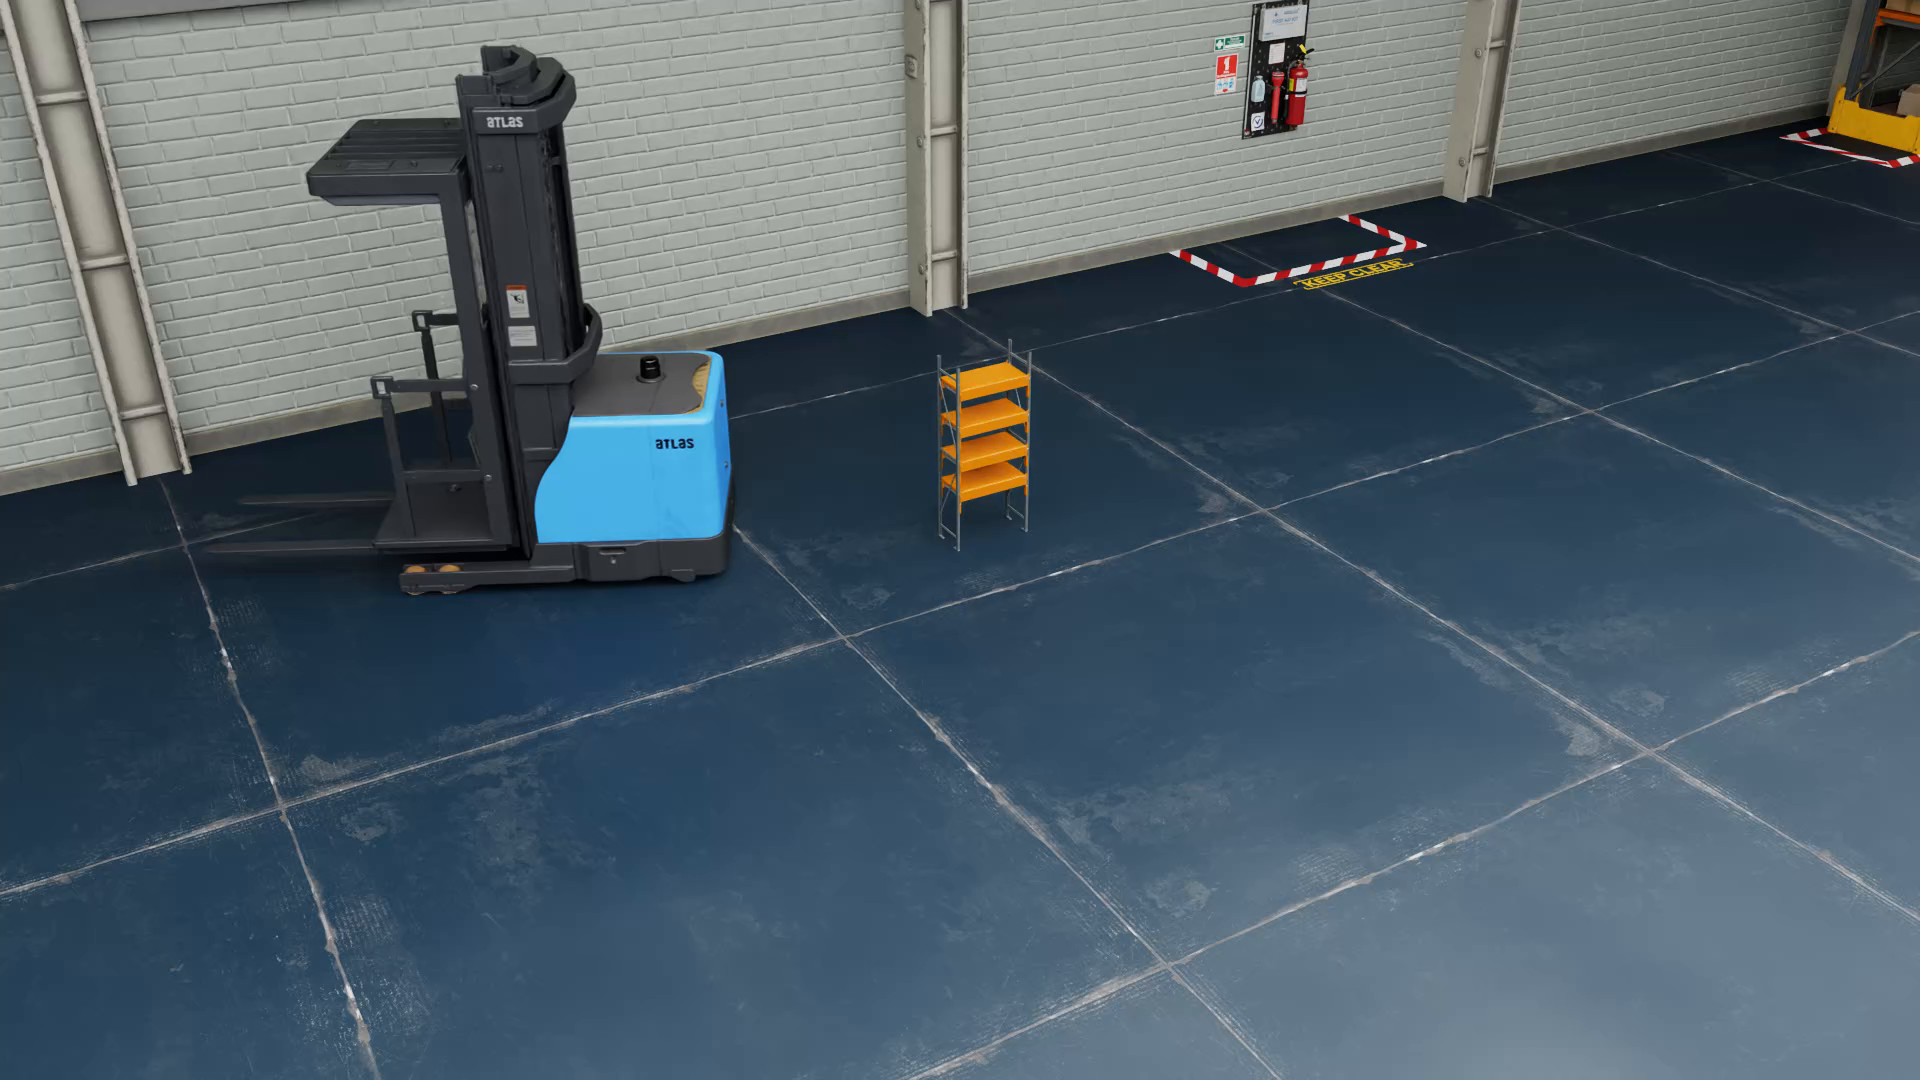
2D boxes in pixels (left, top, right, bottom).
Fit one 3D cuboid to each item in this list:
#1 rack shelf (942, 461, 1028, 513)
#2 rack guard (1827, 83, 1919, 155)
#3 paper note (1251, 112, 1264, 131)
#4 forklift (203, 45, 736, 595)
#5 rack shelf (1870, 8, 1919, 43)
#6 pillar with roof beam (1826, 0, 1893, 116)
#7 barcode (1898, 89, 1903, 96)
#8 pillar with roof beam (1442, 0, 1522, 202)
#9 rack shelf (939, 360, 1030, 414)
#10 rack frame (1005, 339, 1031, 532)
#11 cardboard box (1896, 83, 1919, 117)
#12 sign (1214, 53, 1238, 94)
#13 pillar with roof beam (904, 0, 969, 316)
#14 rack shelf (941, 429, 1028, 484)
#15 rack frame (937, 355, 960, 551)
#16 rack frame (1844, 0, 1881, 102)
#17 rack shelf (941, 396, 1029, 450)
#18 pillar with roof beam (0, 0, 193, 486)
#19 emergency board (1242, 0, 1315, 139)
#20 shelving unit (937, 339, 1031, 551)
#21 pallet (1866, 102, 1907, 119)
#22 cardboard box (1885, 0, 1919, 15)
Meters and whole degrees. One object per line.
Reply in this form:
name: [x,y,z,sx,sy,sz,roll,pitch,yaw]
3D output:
rack shelf: [0.143,-0.333,10.162,0.480,0.148,0.258,-16,33,-26]
rack guard: [10.066,-4.577,18.025,0.348,0.500,1.175,-16,33,-26]
paper note: [2.655,-3.726,14.809,0.142,0.148,0.016,-16,33,-26]
forklift: [-2.912,-1.227,9.440,3.031,2.935,1.130,-2,29,-3]
rack shelf: [11.725,-5.827,18.449,4.000,0.370,1.077,-16,33,-26]
pillar with roof beam: [12.347,-7.017,13.652,0.400,9.000,9.100,-16,33,-26]
barcode: [10.455,-4.975,18.478,0.075,0.075,0.001,-16,33,-26]
pillar with roof beam: [7.174,-5.549,10.991,0.400,9.000,9.100,-16,33,-26]
rack shelf: [0.143,-0.910,9.844,0.480,0.148,0.258,-16,33,-26]
rack frame: [0.353,-0.626,10.142,0.015,1.200,0.240,-16,33,-26]
cardboard box: [10.642,-4.800,18.170,0.500,0.311,0.500,-20,35,-32]
sign: [2.314,-4.050,14.447,0.234,0.329,0.001,-16,33,-26]
pillar with roof beam: [2.001,-4.080,8.329,0.400,9.000,9.100,-16,33,-26]
rack shelf: [0.143,-0.507,10.066,0.480,0.148,0.258,-16,33,-26]
rack frame: [-0.068,-0.506,9.925,0.015,1.200,0.240,-16,33,-26]
rack frame: [10.000,-5.652,17.388,0.127,3.000,1.000,-16,33,-26]
rack shelf: [0.143,-0.703,9.958,0.480,0.148,0.258,-16,33,-26]
pillar with roof beam: [-3.172,-2.611,5.668,0.400,9.000,9.100,-16,33,-26]
emergency board: [2.843,-4.126,14.623,0.643,1.169,0.194,-16,33,-26]
shelving unit: [0.143,-0.566,10.033,0.503,1.200,0.258,-16,33,-26]
pallet: [10.784,-4.634,18.429,1.213,0.211,1.003,-16,33,-26]
cardboard box: [10.305,-5.791,17.773,0.500,0.250,0.500,-15,32,-26]
